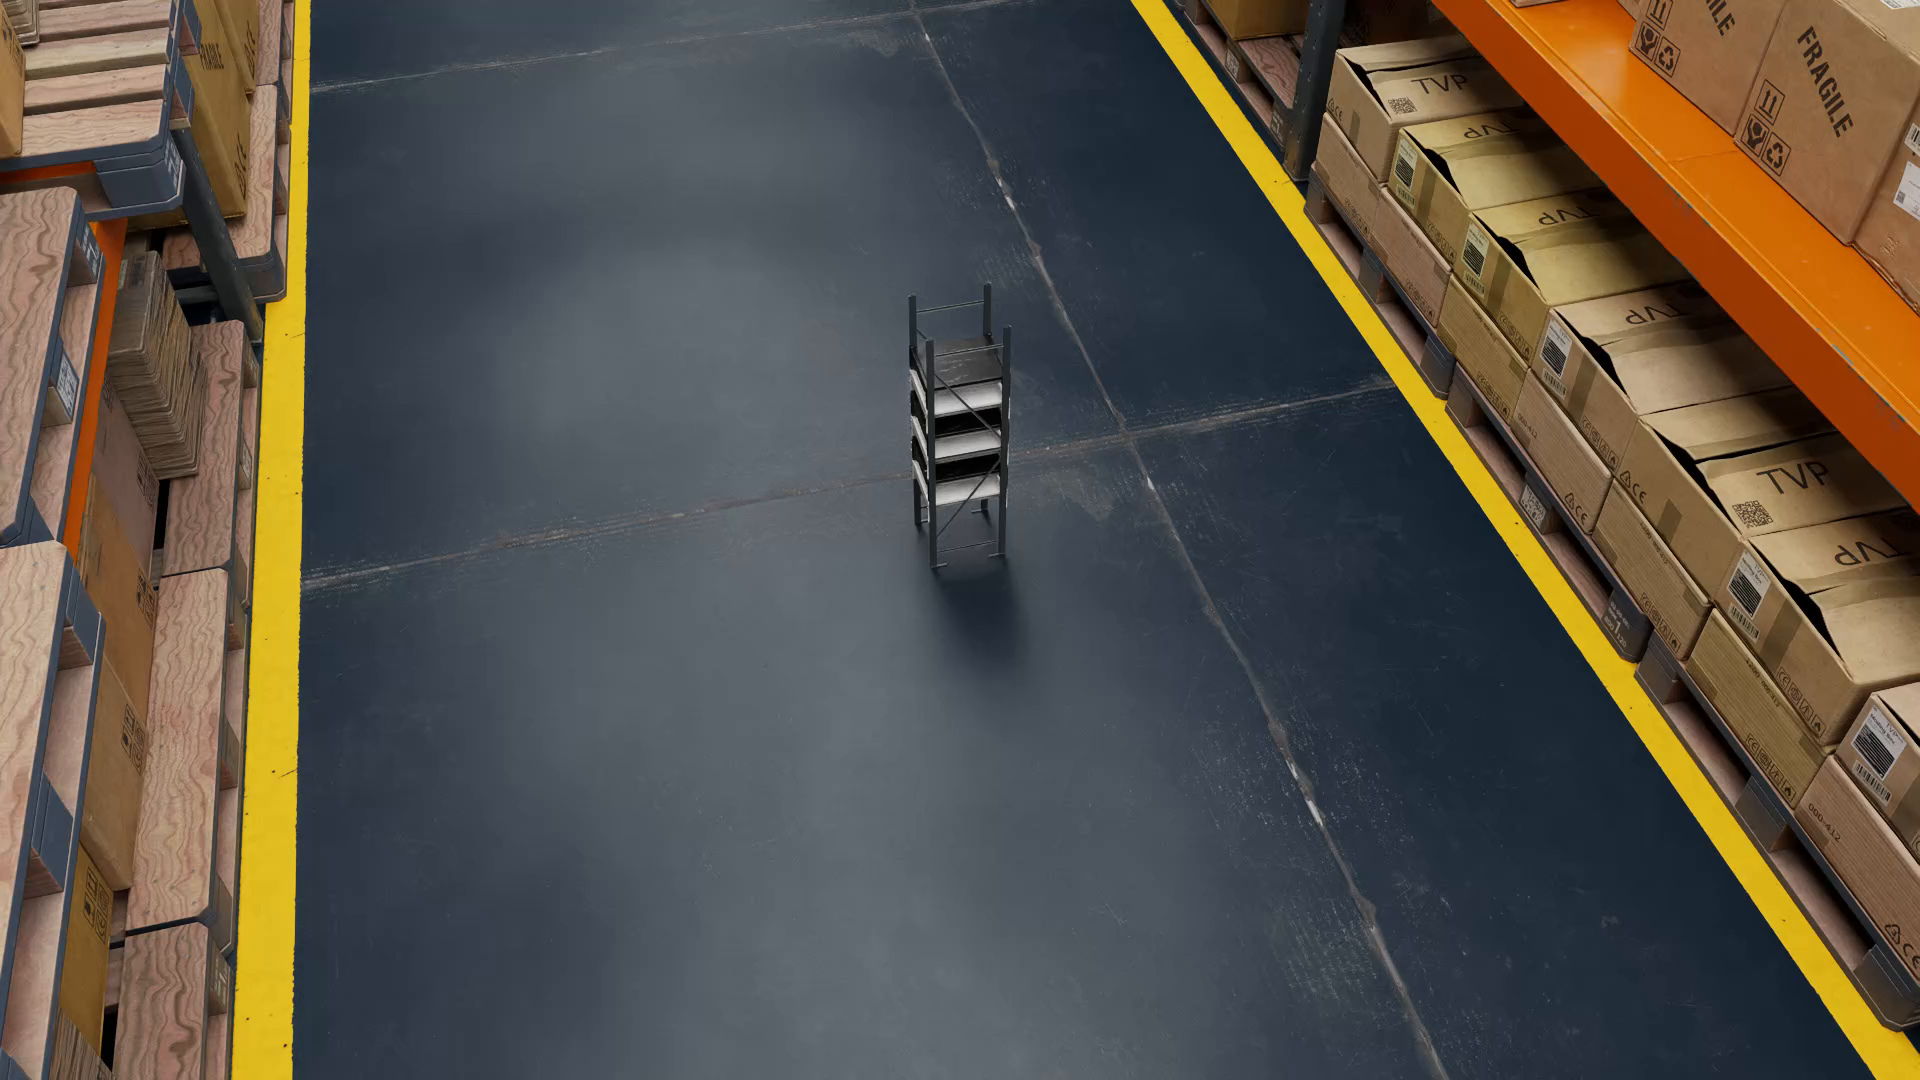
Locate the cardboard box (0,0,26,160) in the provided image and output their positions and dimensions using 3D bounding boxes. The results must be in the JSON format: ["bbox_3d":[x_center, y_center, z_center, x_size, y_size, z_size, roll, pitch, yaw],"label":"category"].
[{"bbox_3d":[-2.686,-1.182,3.930,0.700,0.500,0.500,-15,47,-14],"label":"cardboard box"}]

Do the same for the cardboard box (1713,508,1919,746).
[{"bbox_3d":[2.306,0.191,4.201,0.500,0.311,0.500,-10,46,-9],"label":"cardboard box"}]

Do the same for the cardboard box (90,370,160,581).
[{"bbox_3d":[-2.731,-0.111,4.701,0.700,0.500,0.500,-11,47,-10],"label":"cardboard box"}]

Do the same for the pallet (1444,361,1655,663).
[{"bbox_3d":[2.284,-0.212,5.310,1.003,0.211,1.213,-11,47,-10],"label":"pallet"}]

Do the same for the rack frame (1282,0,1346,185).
[{"bbox_3d":[1.802,-2.605,5.702,1.000,3.000,0.127,-11,47,-10],"label":"rack frame"}]

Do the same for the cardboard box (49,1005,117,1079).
[{"bbox_3d":[-2.166,1.281,3.336,0.700,0.500,0.500,-9,46,-9],"label":"cardboard box"}]

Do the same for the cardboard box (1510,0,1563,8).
[{"bbox_3d":[1.844,-1.921,5.094,0.500,0.311,0.500,-11,47,-11],"label":"cardboard box"}]

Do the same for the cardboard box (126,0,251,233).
[{"bbox_3d":[-3.047,-1.623,5.951,0.750,0.750,0.750,-11,47,-11],"label":"cardboard box"}]

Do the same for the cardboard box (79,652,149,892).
[{"bbox_3d":[-2.438,0.574,4.030,0.700,0.500,0.500,-10,46,-10],"label":"cardboard box"}]

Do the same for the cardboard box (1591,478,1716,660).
[{"bbox_3d":[2.181,0.036,4.745,0.500,0.250,0.500,-10,46,-9],"label":"cardboard box"}]

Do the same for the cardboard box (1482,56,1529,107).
[{"bbox_3d":[2.174,-1.669,6.024,0.500,0.311,0.500,-10,46,-9],"label":"cardboard box"}]

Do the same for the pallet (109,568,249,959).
[{"bbox_3d":[-2.478,0.660,4.455,1.003,0.211,1.213,-11,47,-10],"label":"pallet"}]

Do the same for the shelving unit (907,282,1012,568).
[{"bbox_3d":[-0.002,-0.321,4.934,0.258,0.900,0.210,-11,47,-10],"label":"shelving unit"}]

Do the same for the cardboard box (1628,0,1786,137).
[{"bbox_3d":[2.247,-1.484,4.534,0.500,0.500,0.500,-13,47,-12],"label":"cardboard box"}]

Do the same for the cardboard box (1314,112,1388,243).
[{"bbox_3d":[1.652,-1.374,6.127,0.500,0.250,0.500,-11,47,-10],"label":"cardboard box"}]

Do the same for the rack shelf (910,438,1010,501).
[{"bbox_3d":[-0.002,-0.234,5.022,0.258,0.077,0.200,-11,47,-10],"label":"rack shelf"}]

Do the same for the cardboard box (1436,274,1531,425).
[{"bbox_3d":[1.921,-0.669,5.437,0.500,0.250,0.500,-12,47,-11],"label":"cardboard box"}]

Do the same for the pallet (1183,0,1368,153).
[{"bbox_3d":[1.647,-2.151,7.210,1.003,0.211,1.213,-11,47,-10],"label":"pallet"}]

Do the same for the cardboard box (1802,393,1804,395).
[{"bbox_3d":[2.566,-0.616,4.992,0.500,0.311,0.500,-10,46,-9],"label":"cardboard box"}]

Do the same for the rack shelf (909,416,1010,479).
[{"bbox_3d":[-0.002,-0.297,4.958,0.258,0.077,0.200,-11,47,-10],"label":"rack shelf"}]

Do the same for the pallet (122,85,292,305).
[{"bbox_3d":[-3.115,-1.278,6.355,1.003,0.211,1.213,-11,47,-10],"label":"pallet"}]

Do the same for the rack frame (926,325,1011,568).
[{"bbox_3d":[0.024,-0.250,4.865,0.240,0.900,0.006,-11,47,-10],"label":"rack frame"}]

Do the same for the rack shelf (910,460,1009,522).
[{"bbox_3d":[-0.002,-0.171,5.086,0.258,0.077,0.200,-11,47,-10],"label":"rack shelf"}]

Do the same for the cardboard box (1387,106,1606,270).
[{"bbox_3d":[1.795,-1.209,5.573,0.500,0.311,0.500,-12,47,-11],"label":"cardboard box"}]

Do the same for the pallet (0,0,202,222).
[{"bbox_3d":[-2.700,-1.157,4.418,1.213,0.211,1.003,-11,47,-10],"label":"pallet"}]

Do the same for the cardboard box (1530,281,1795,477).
[{"bbox_3d":[2.055,-0.502,4.880,0.500,0.311,0.500,-11,47,-11],"label":"cardboard box"}]

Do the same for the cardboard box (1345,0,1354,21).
[{"bbox_3d":[1.822,-2.611,7.150,0.500,0.500,0.500,-12,47,-12],"label":"cardboard box"}]

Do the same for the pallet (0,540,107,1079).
[{"bbox_3d":[-2.017,0.578,2.717,1.003,0.211,1.213,-11,47,-10],"label":"pallet"}]

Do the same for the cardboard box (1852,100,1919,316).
[{"bbox_3d":[2.510,-0.775,3.839,0.500,0.500,0.500,-8,46,-7],"label":"cardboard box"}]

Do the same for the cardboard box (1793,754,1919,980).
[{"bbox_3d":[2.440,0.739,4.057,0.500,0.250,0.500,-11,47,-11],"label":"cardboard box"}]

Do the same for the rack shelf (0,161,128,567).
[{"bbox_3d":[-2.474,-0.064,3.716,1.077,0.370,4.000,-11,47,-10],"label":"rack shelf"}]
